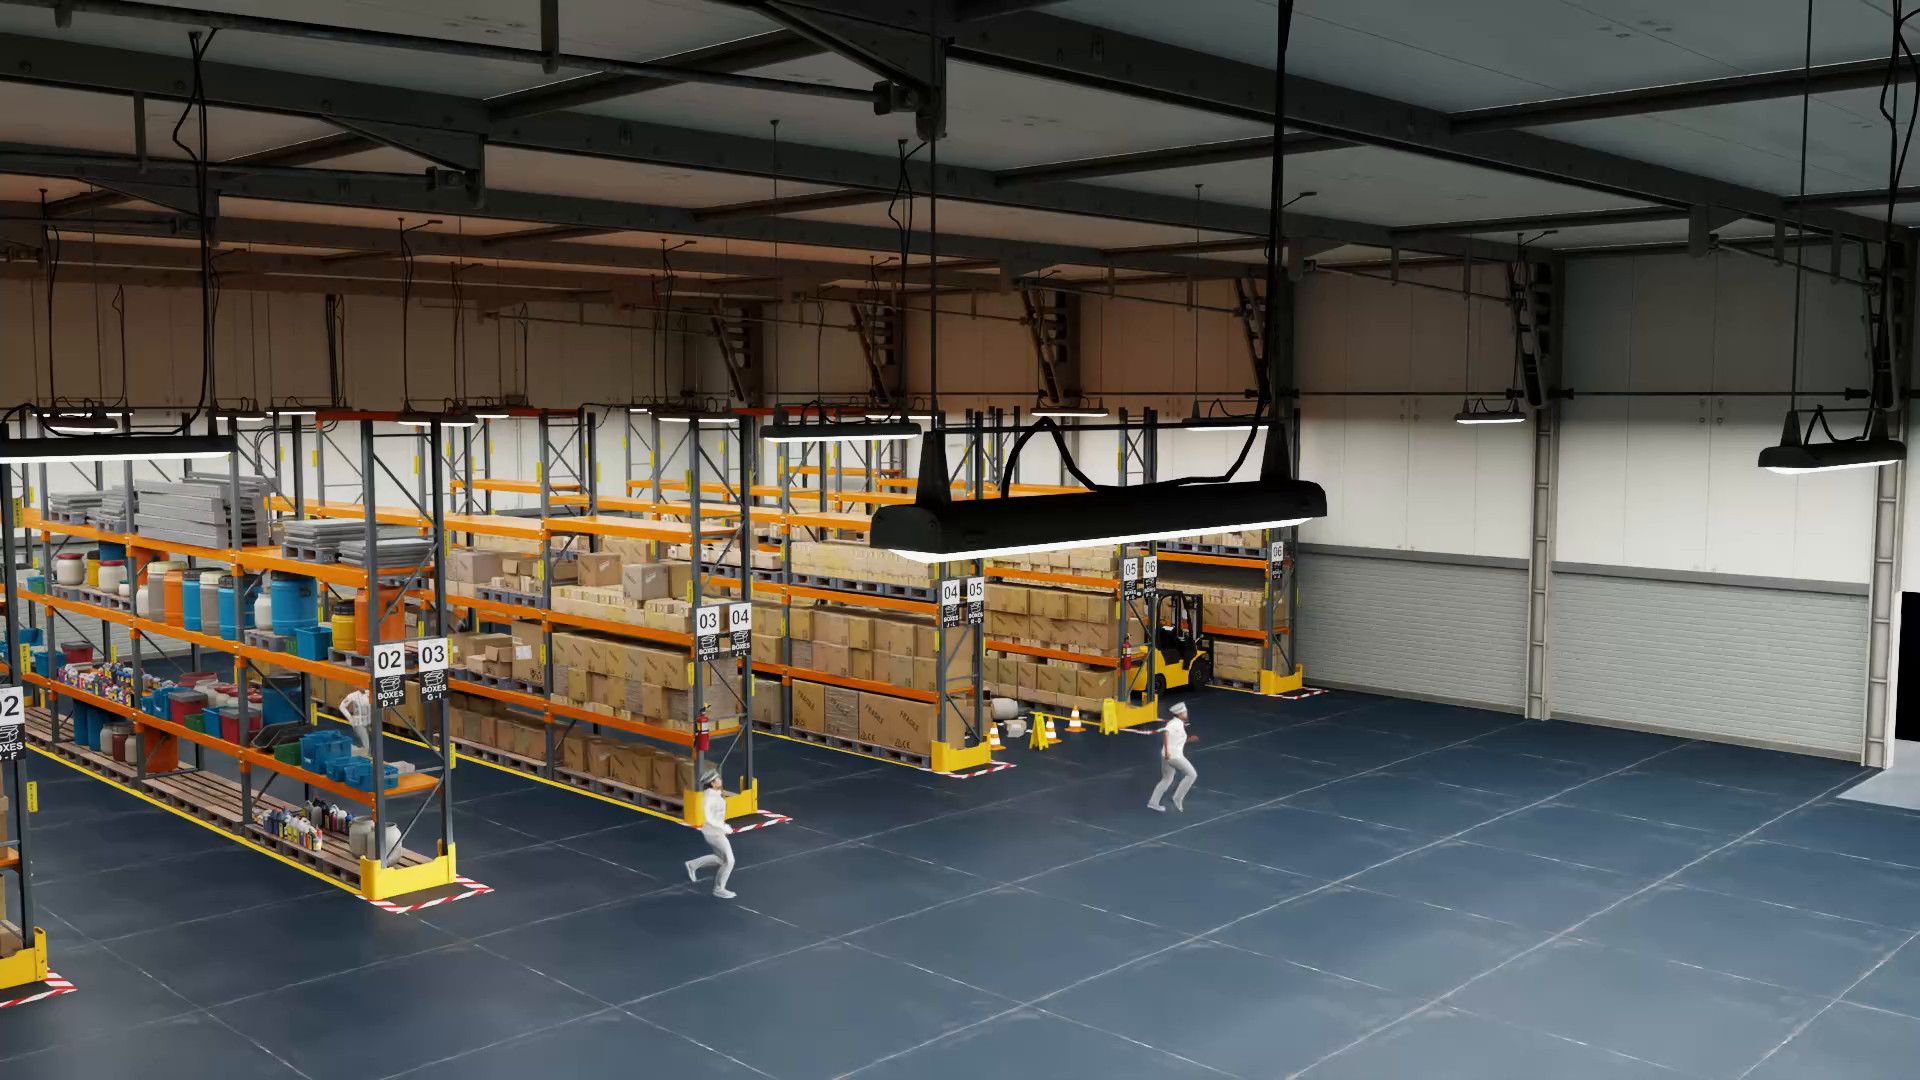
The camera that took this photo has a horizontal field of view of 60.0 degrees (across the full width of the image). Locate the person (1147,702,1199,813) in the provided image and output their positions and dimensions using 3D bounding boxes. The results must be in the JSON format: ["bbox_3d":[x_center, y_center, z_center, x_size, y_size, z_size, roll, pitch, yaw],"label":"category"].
[{"bbox_3d":[3.219,3.276,25.007,0.786,1.677,0.603,0,5,-5],"label":"person"}]

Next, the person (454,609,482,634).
[{"bbox_3d":[-10.672,2.300,36.070,0.683,1.714,0.813,-5,7,-42],"label":"person"}]

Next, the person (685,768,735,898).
[{"bbox_3d":[-3.122,3.675,20.848,0.586,1.655,0.649,-1,5,-13],"label":"person"}]

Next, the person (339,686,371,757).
[{"bbox_3d":[-9.817,3.065,27.355,0.840,1.730,0.592,3,6,31],"label":"person"}]
